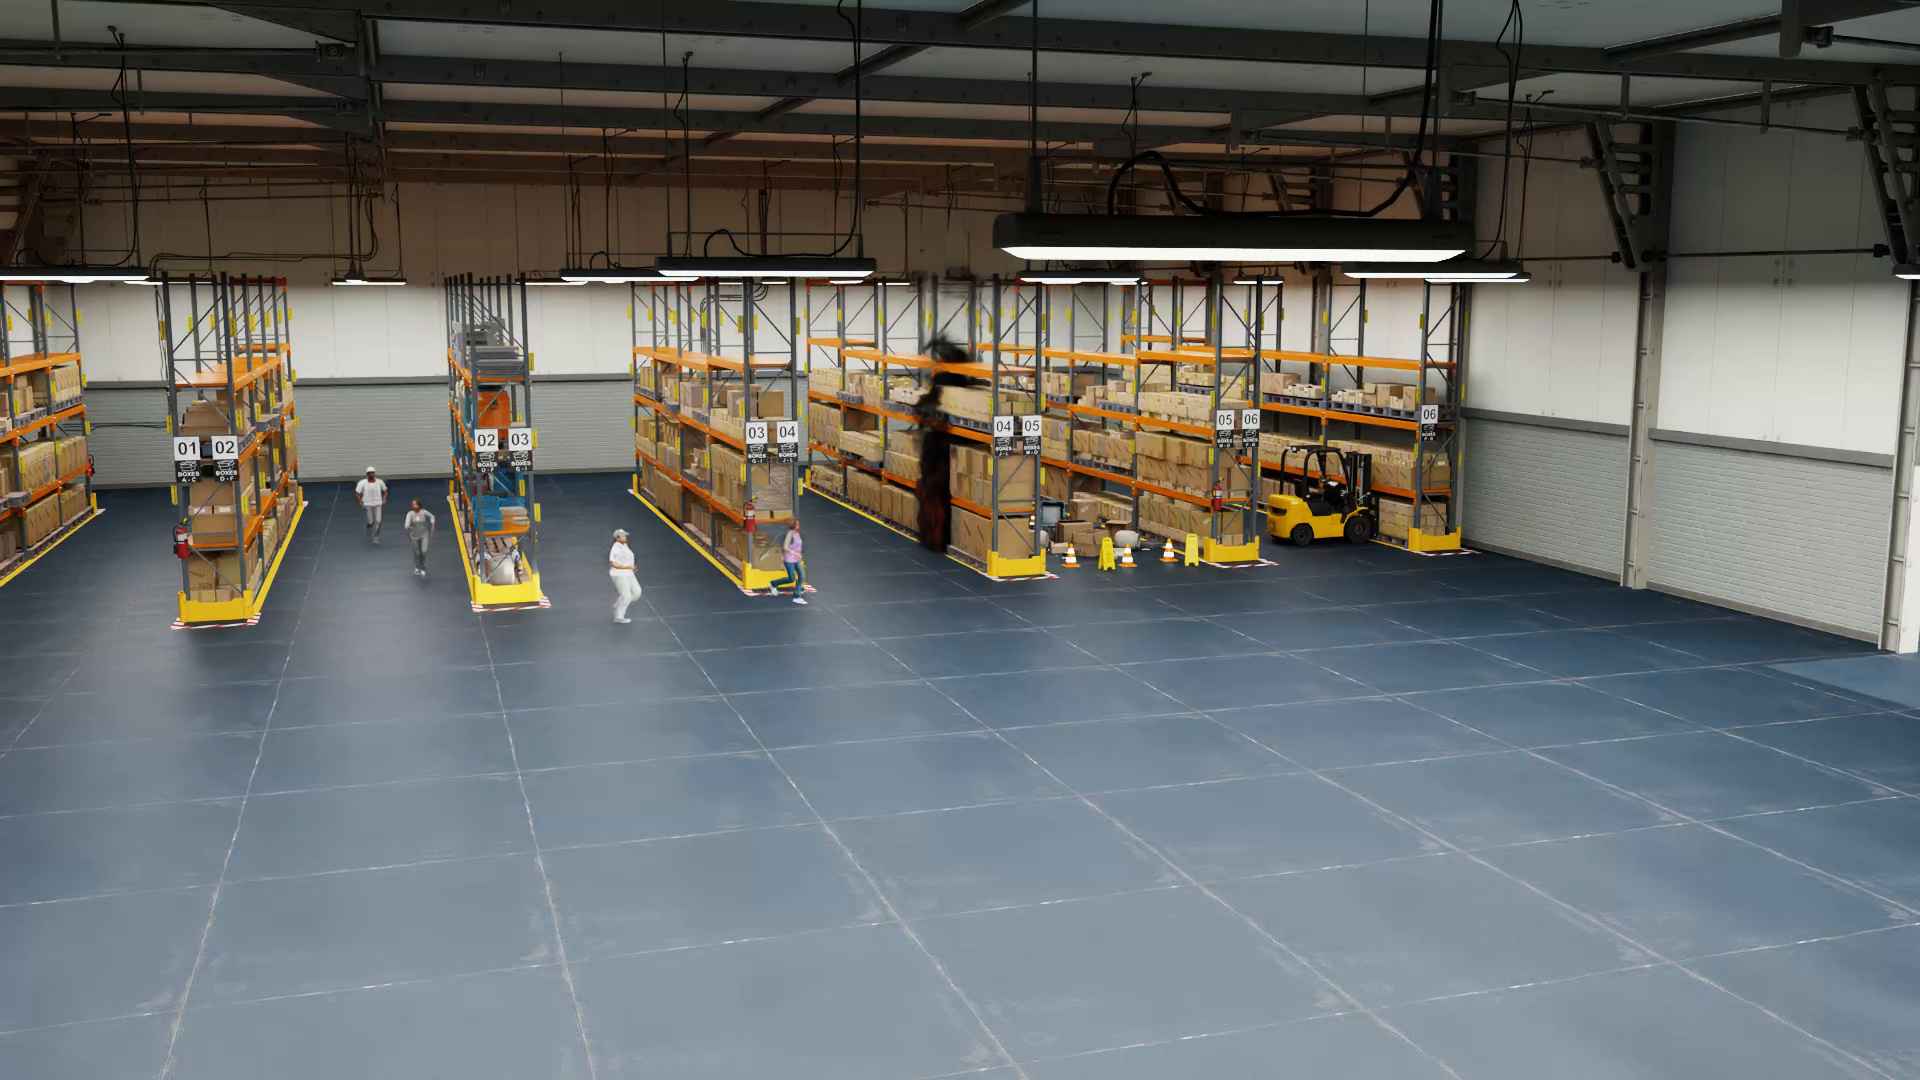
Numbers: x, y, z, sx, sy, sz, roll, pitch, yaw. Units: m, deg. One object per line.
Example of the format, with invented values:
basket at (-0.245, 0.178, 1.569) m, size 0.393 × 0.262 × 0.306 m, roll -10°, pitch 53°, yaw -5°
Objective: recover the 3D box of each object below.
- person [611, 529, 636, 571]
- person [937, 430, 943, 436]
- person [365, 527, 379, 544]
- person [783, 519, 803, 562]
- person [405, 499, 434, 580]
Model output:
person at (-5.748, 0.221, 28.573) m, size 0.515 × 0.800 × 0.599 m, roll 2°, pitch 9°, yaw 13°
person at (-0.731, -3.110, 50.986) m, size 0.337 × 0.623 × 0.671 m, roll -2°, pitch 9°, yaw -12°
person at (-13.376, -0.170, 37.806) m, size 0.225 × 0.467 × 0.652 m, roll -5°, pitch 10°, yaw -29°
person at (-2.999, 0.004, 30.346) m, size 0.461 × 0.797 × 0.526 m, roll 3°, pitch 9°, yaw 20°
person at (-10.695, -0.019, 32.945) m, size 0.546 × 1.582 × 0.815 m, roll -2°, pitch 9°, yaw -13°
